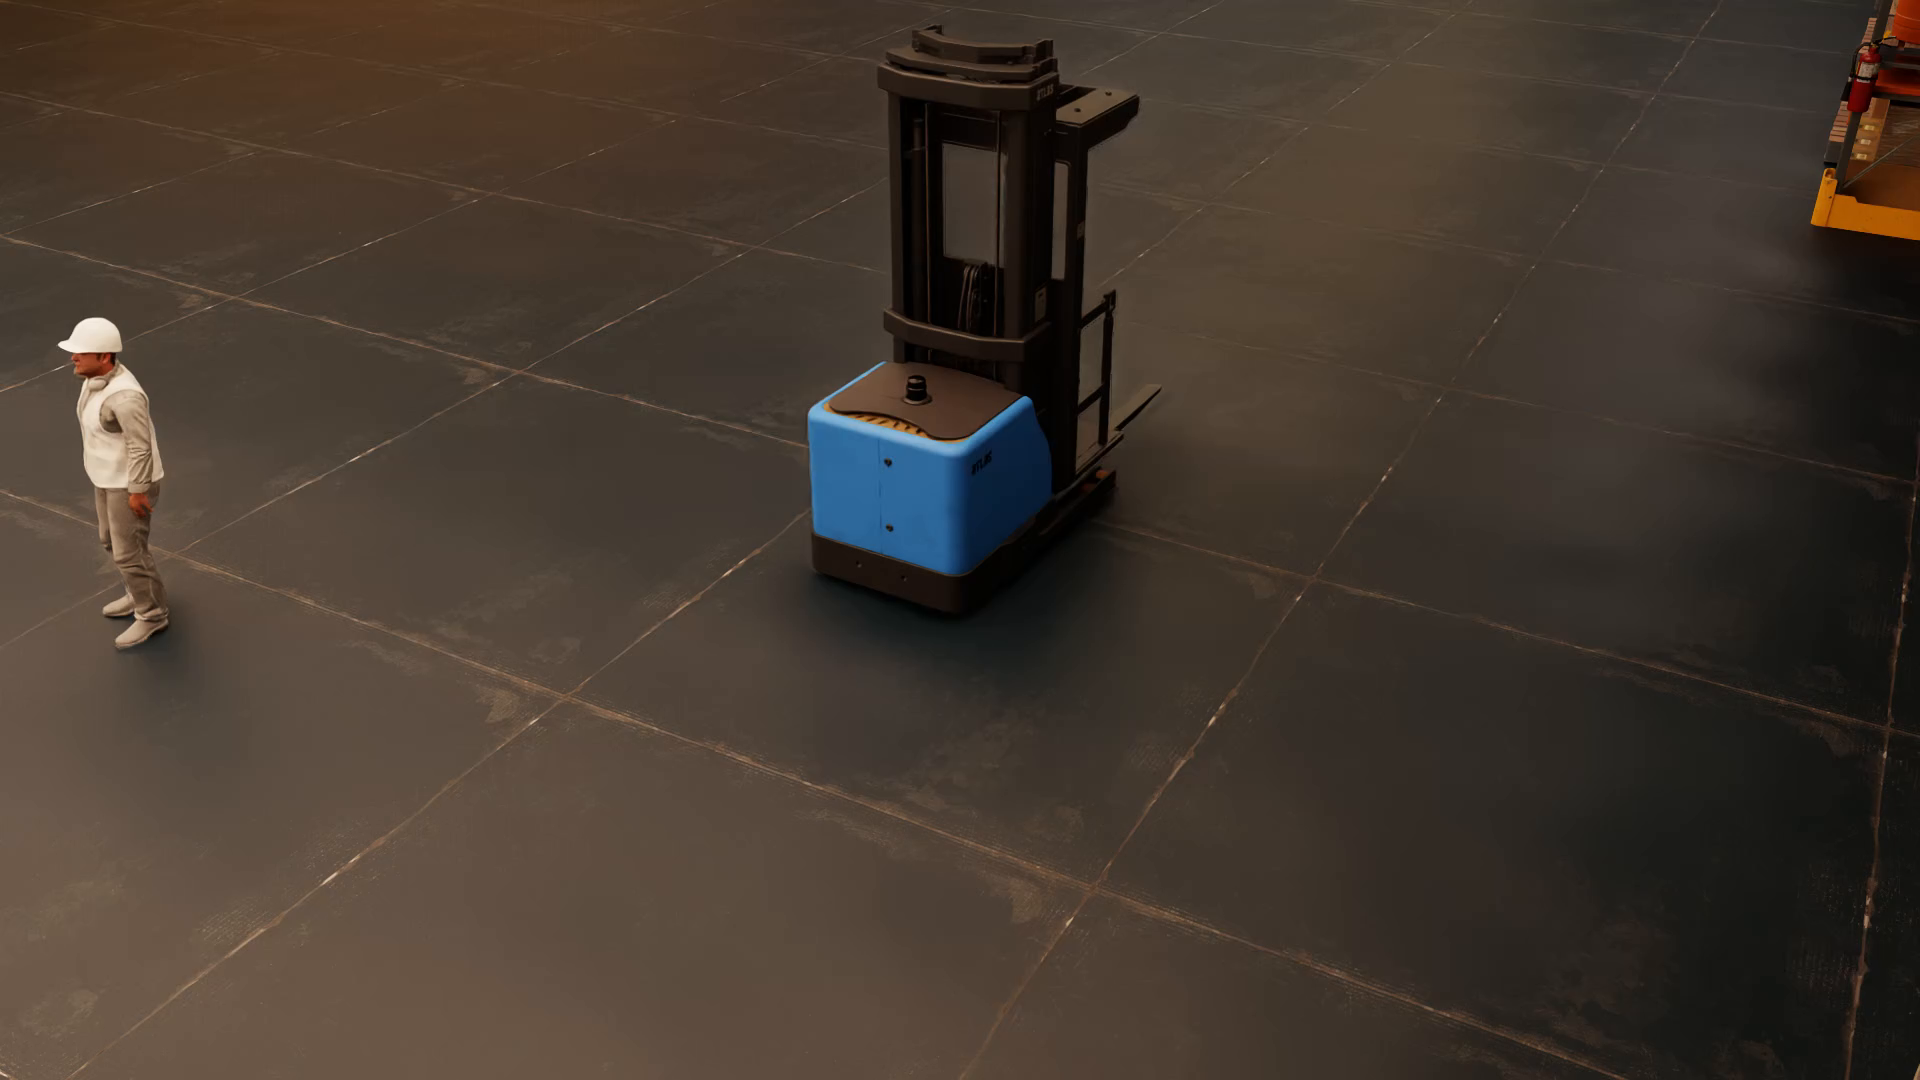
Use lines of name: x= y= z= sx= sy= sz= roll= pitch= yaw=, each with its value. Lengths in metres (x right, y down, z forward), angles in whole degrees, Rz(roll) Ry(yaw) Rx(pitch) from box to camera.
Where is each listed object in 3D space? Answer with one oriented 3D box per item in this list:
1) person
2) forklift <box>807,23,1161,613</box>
person: x=-4.474 y=-0.322 z=8.806 sx=0.492 sy=1.792 sz=0.615 roll=-22 pitch=36 yaw=-33
forklift: x=0.326 y=-1.568 z=9.787 sx=1.130 sy=2.935 sz=3.031 roll=16 pitch=34 yaw=26
